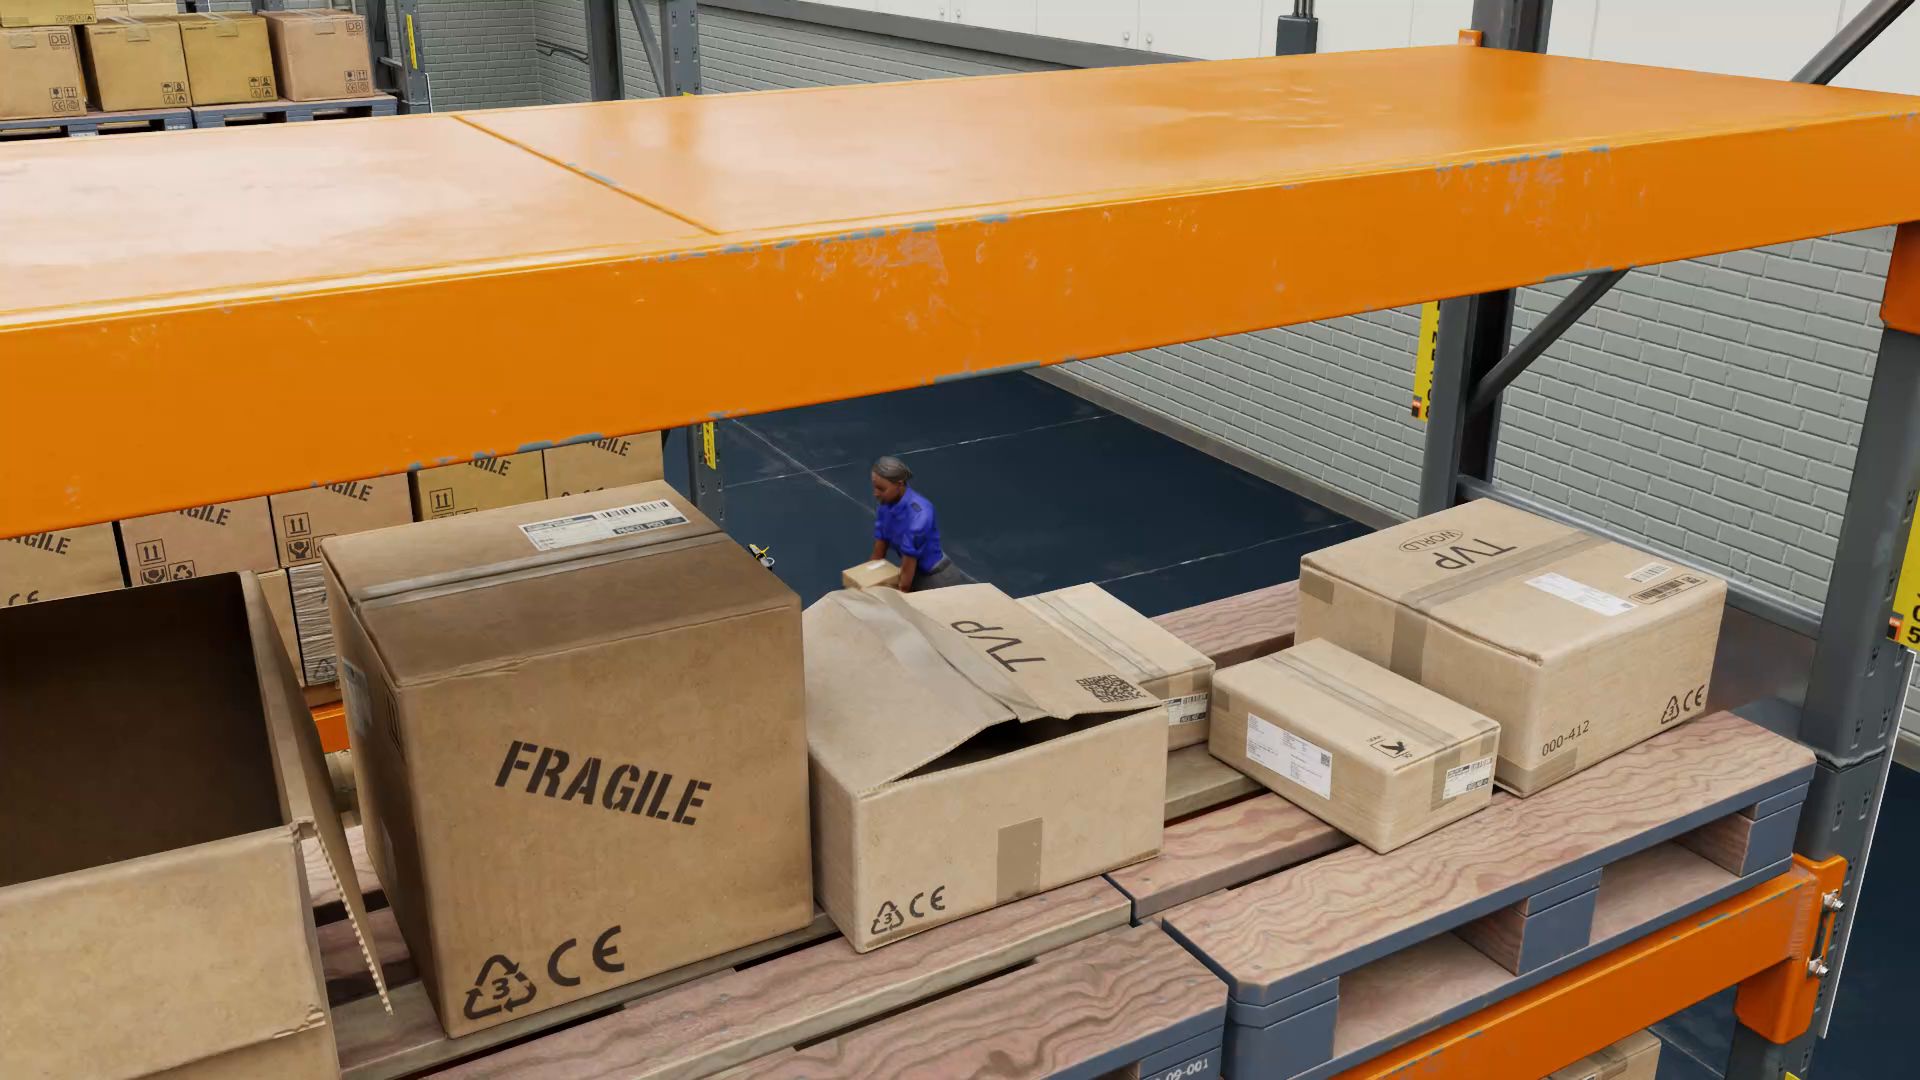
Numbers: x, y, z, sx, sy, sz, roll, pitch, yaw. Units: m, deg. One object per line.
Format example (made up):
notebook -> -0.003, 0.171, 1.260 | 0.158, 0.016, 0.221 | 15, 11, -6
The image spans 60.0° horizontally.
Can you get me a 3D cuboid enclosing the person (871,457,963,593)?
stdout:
person -> -0.269, 0.283, 8.982 | 0.562, 1.599, 0.413 | -13, 25, -29
